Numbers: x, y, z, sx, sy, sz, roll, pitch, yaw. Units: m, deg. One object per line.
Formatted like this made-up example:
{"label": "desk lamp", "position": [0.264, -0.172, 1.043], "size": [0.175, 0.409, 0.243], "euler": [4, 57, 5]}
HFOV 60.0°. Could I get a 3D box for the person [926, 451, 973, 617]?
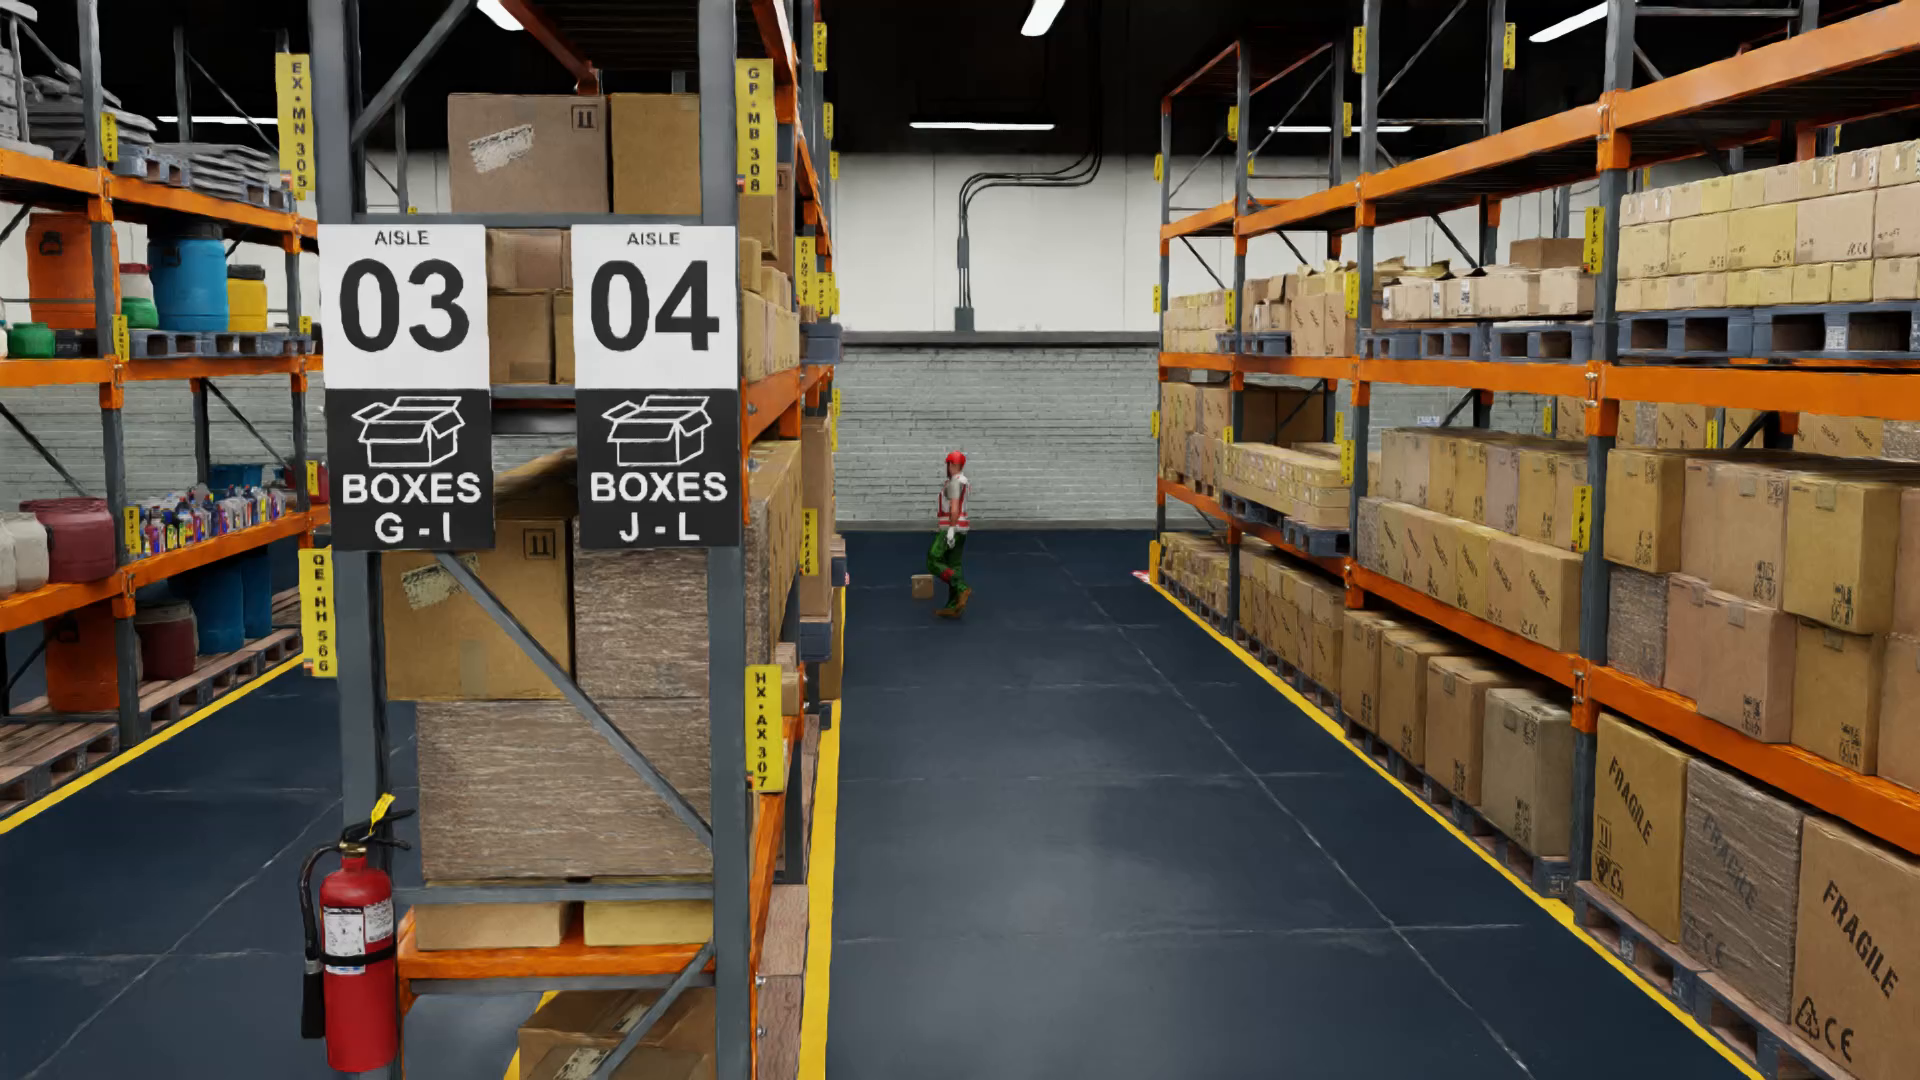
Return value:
{"label": "person", "position": [-3.132, 0.554, 12.519], "size": [3.483, 1.747, 12.569], "euler": [2, 7, 16]}
